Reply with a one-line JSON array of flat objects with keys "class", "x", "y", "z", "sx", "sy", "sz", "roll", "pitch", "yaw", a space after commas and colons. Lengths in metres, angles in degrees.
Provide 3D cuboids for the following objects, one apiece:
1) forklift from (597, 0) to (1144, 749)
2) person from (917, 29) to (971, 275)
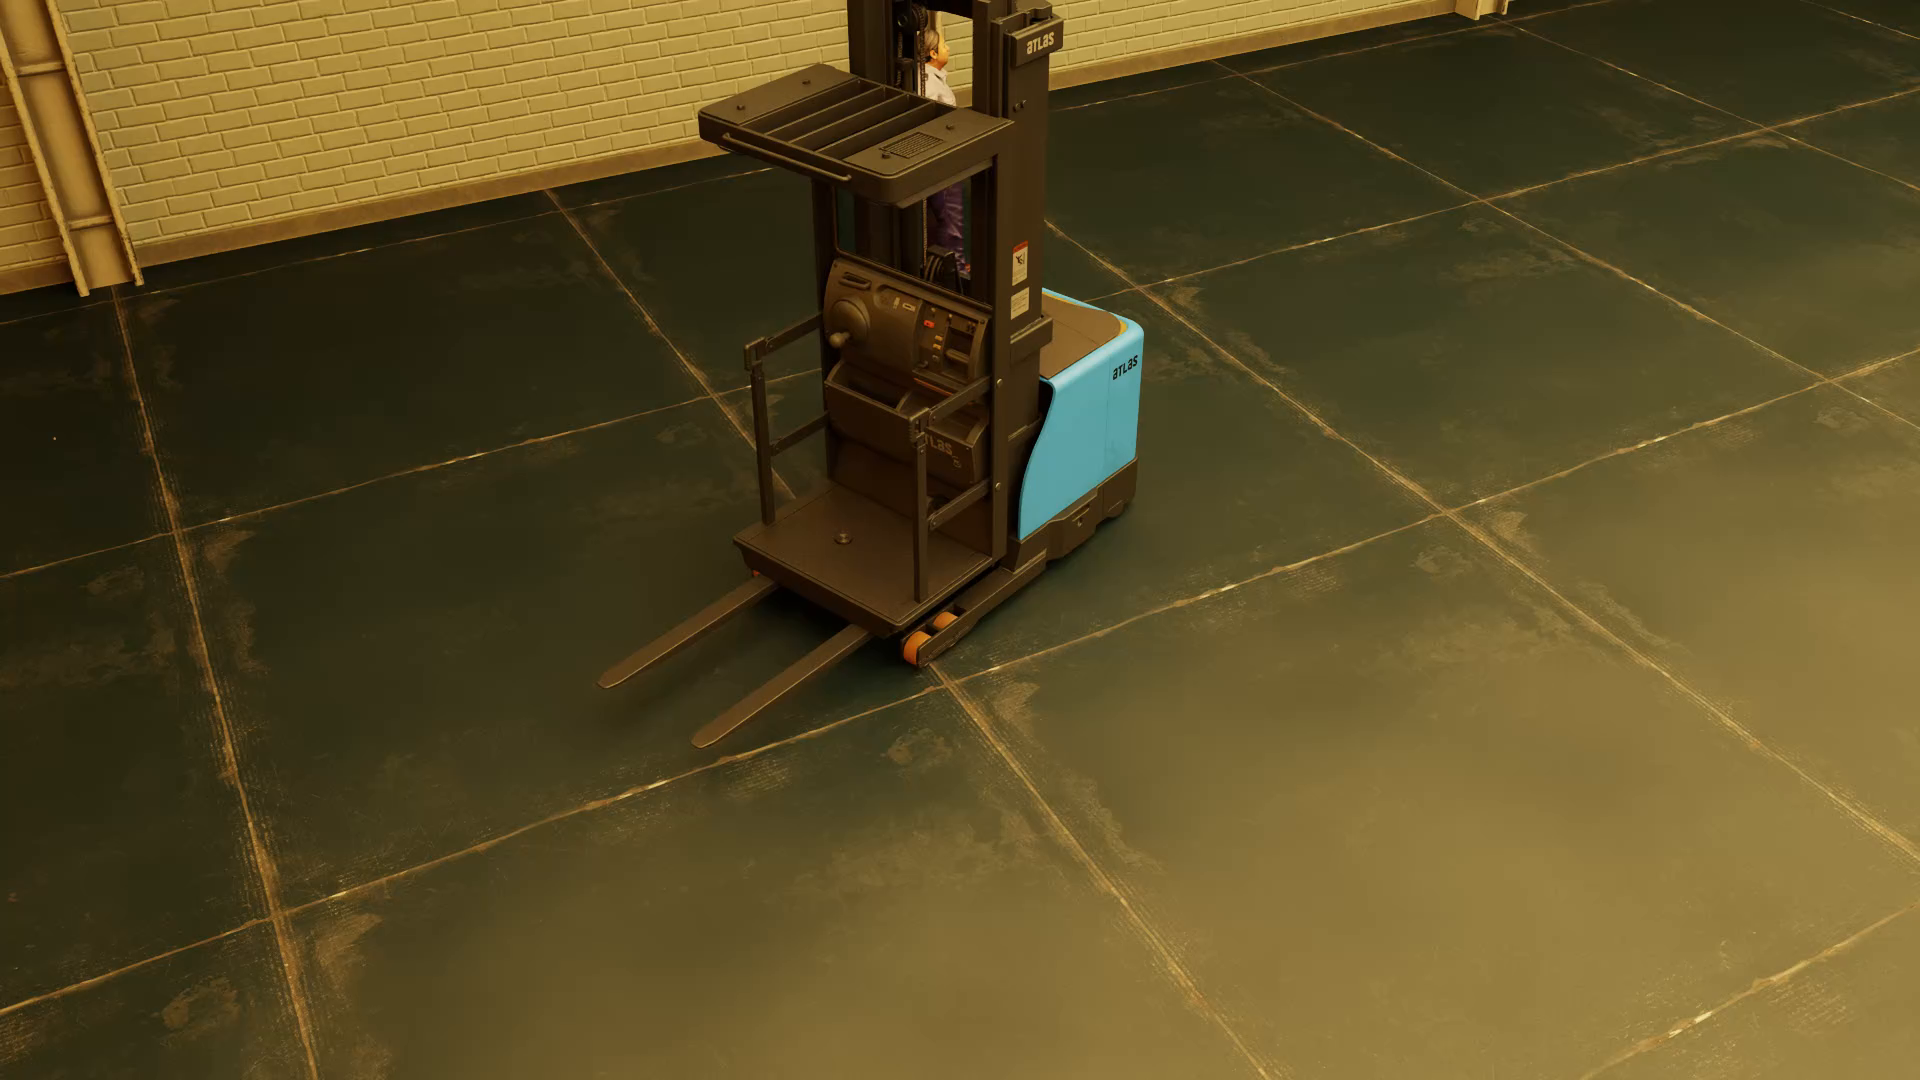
[{"class": "forklift", "x": -0.390, "y": -0.927, "z": 7.434, "sx": 1.130, "sy": 2.935, "sz": 3.031, "roll": 26, "pitch": 43, "yaw": 31}, {"class": "person", "x": -0.054, "y": -2.440, "z": 10.674, "sx": 0.502, "sy": 1.651, "sz": 0.598, "roll": -2, "pitch": 35, "yaw": -3}]
